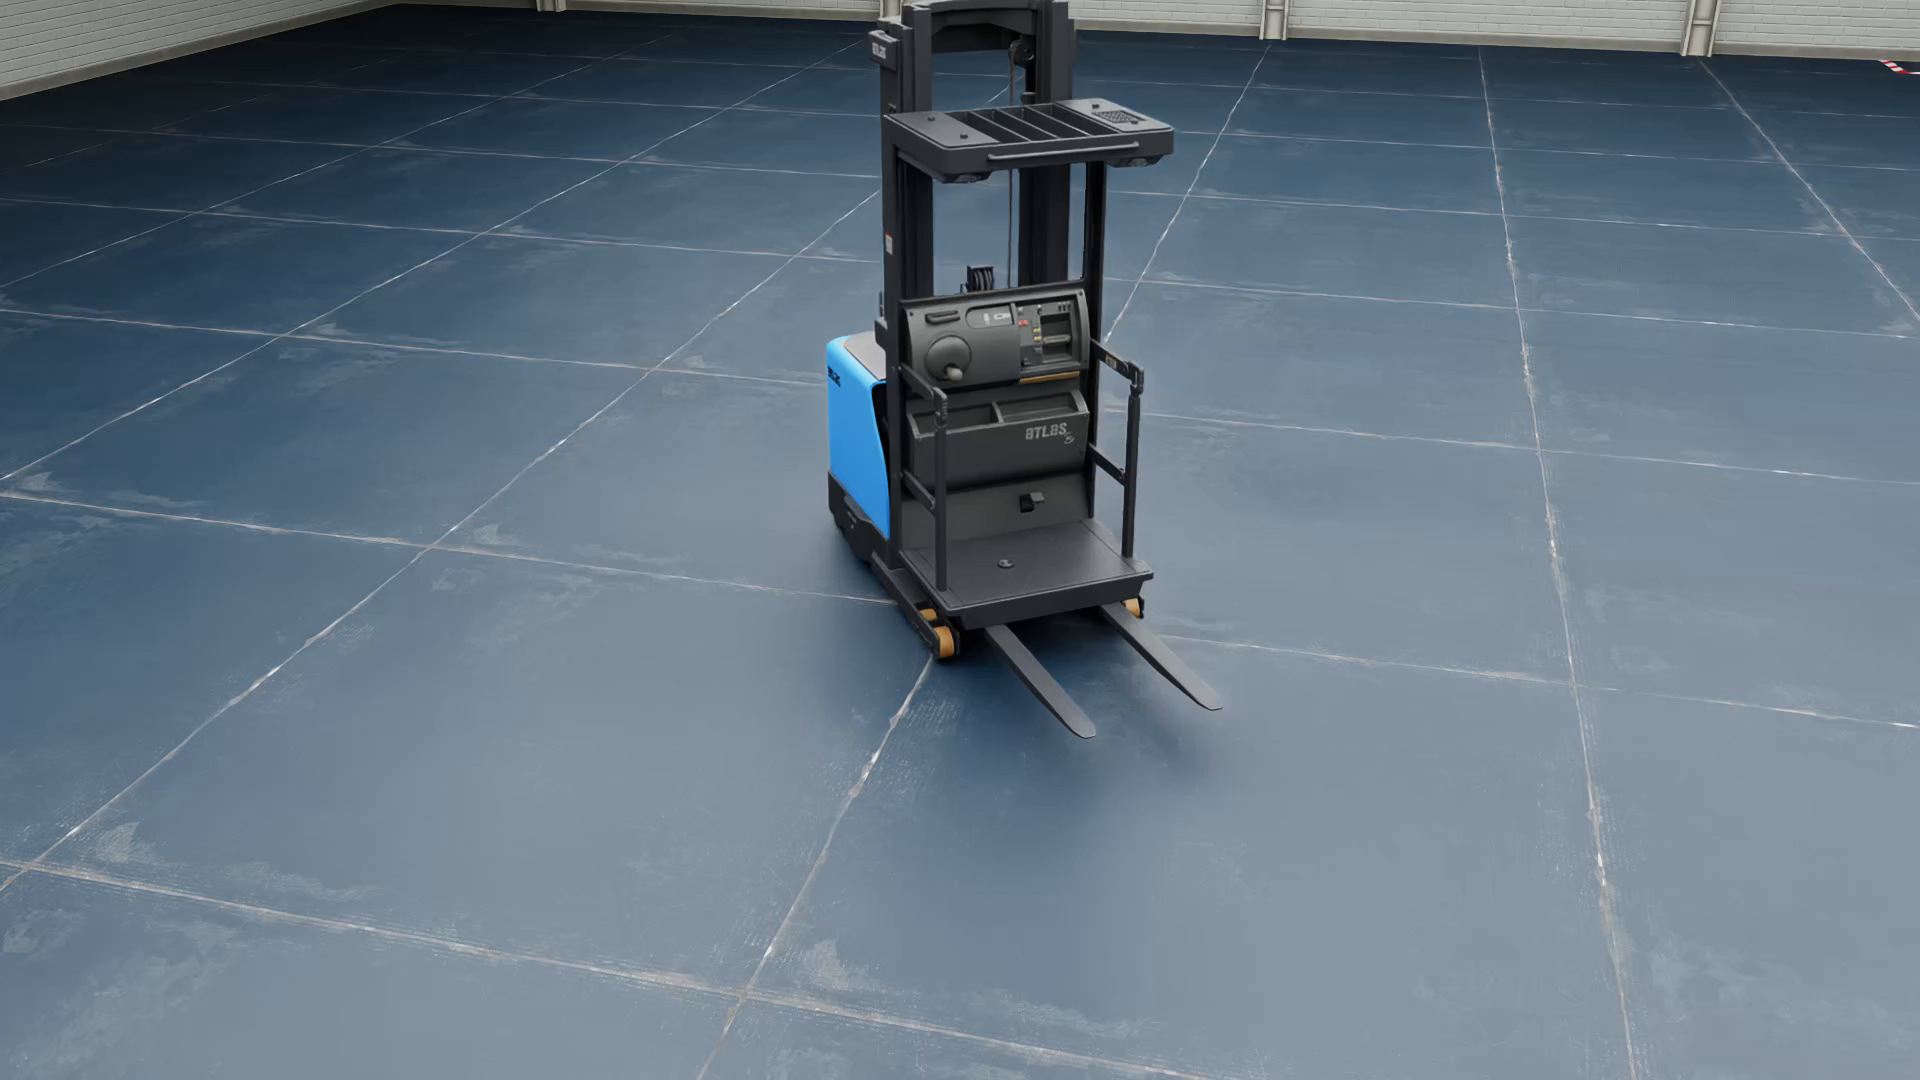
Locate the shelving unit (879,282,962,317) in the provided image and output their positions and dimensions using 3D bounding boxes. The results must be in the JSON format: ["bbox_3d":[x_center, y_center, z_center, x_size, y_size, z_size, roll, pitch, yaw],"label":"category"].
[{"bbox_3d":[-0.183,-0.858,9.655,0.503,1.200,0.258,-10,27,-20],"label":"shelving unit"}]

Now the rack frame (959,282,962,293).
[{"bbox_3d":[0.044,-0.896,9.737,0.015,1.200,0.240,-10,27,-20],"label":"rack frame"}]

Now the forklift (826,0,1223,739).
[{"bbox_3d":[0.270,-0.947,7.830,1.130,2.935,3.031,-10,27,-20],"label":"forklift"}]

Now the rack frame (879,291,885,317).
[{"bbox_3d":[-0.409,-0.819,9.574,0.015,1.200,0.240,-10,27,-20],"label":"rack frame"}]

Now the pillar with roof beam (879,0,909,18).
[{"bbox_3d":[-2.121,-10.539,20.919,0.400,9.000,9.100,6,26,13],"label":"pillar with roof beam"}]

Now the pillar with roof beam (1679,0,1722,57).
[{"bbox_3d":[9.501,-9.255,18.220,0.400,9.000,9.100,6,26,13],"label":"pillar with roof beam"}]

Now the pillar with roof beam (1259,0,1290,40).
[{"bbox_3d":[3.690,-9.897,19.569,0.400,9.000,9.100,6,26,13],"label":"pillar with roof beam"}]

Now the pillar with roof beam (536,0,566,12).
[{"bbox_3d":[-7.932,-11.182,22.268,0.400,9.000,9.100,6,26,13],"label":"pillar with roof beam"}]
